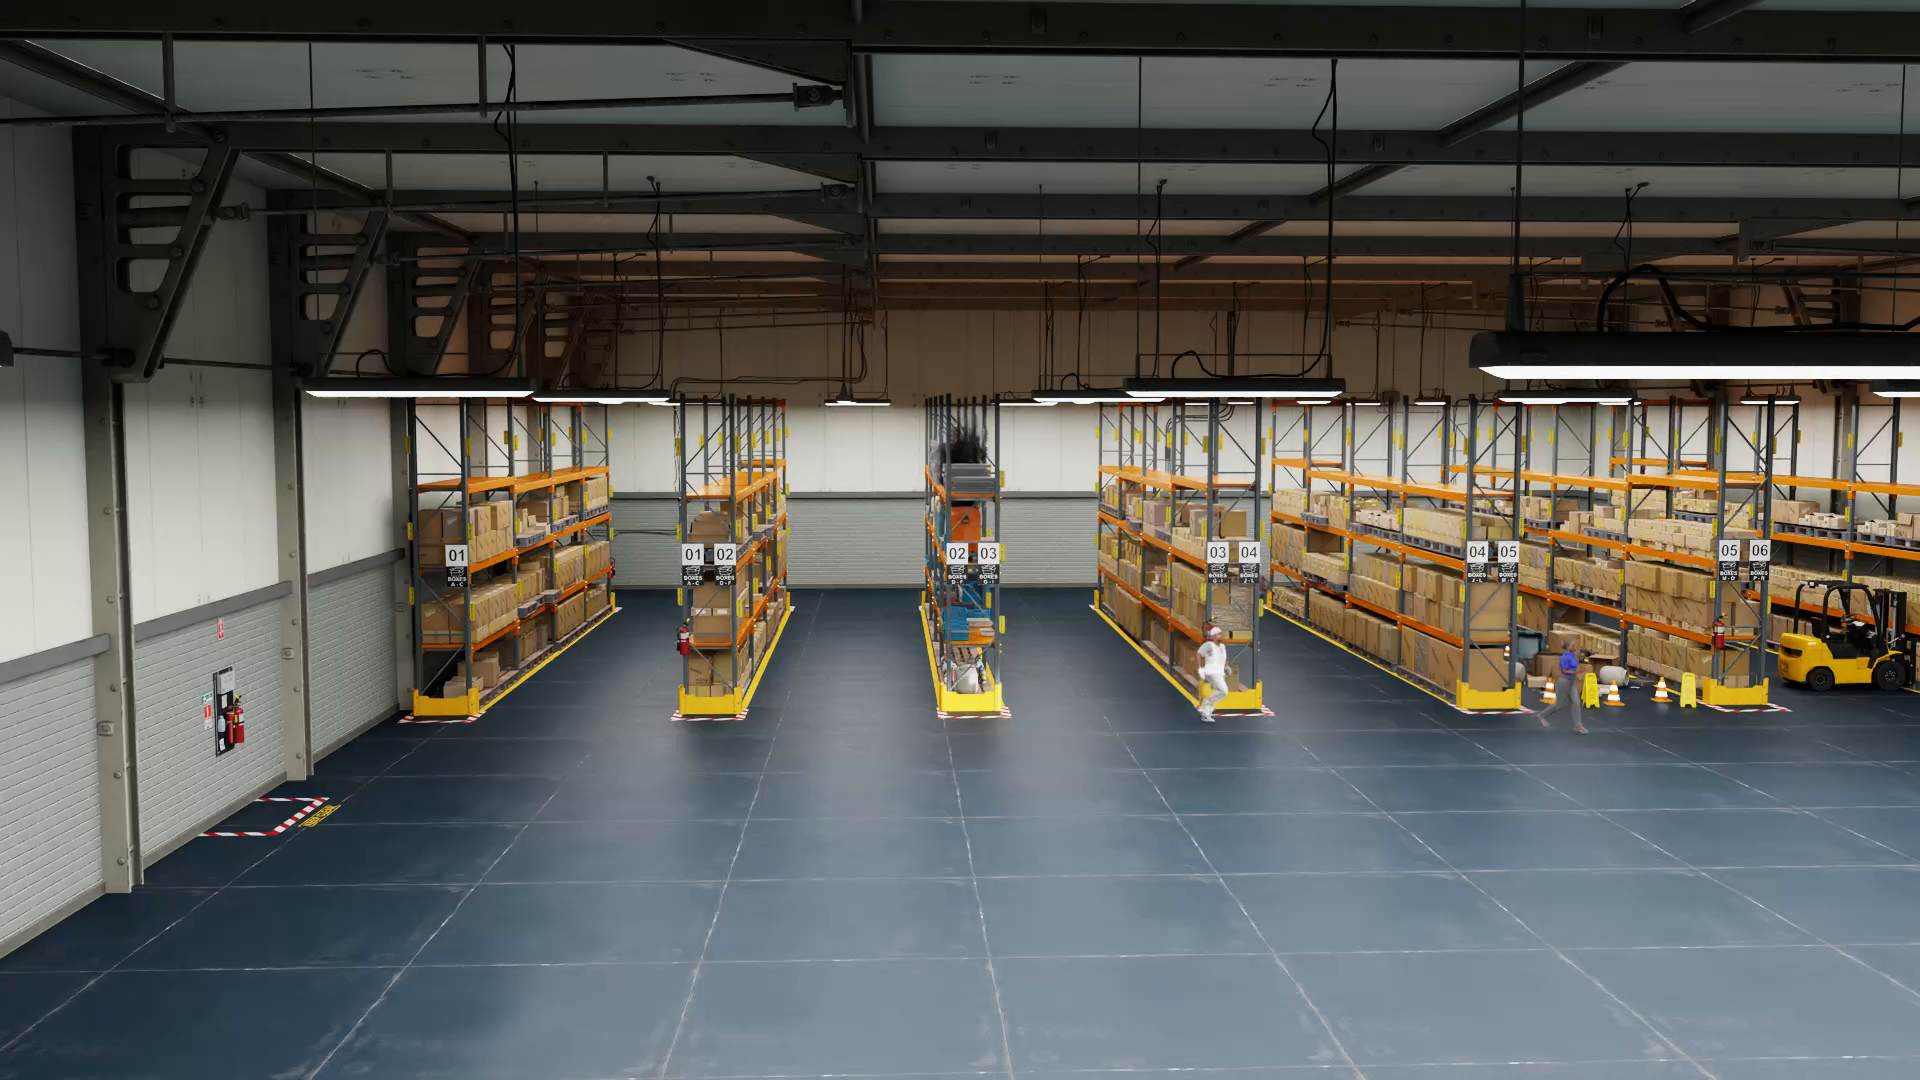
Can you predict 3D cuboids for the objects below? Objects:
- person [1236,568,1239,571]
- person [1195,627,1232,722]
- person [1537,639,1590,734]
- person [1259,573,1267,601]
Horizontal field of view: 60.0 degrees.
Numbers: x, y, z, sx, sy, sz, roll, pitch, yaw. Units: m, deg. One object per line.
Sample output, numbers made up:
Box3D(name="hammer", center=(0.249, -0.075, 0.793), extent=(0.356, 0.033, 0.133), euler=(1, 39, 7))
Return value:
Box3D(name="person", center=(7.756, 1.301, 45.451), extent=(0.583, 1.706, 0.936), euler=(0, 5, 2))
Box3D(name="person", center=(4.709, 2.460, 30.446), extent=(0.581, 1.709, 0.729), euler=(4, 6, 40))
Box3D(name="person", center=(10.682, 2.554, 29.347), extent=(0.933, 1.644, 0.574), euler=(4, 6, 44))
Box3D(name="person", center=(7.888, 1.447, 44.129), extent=(0.560, 1.550, 0.734), euler=(0, 5, 4))
